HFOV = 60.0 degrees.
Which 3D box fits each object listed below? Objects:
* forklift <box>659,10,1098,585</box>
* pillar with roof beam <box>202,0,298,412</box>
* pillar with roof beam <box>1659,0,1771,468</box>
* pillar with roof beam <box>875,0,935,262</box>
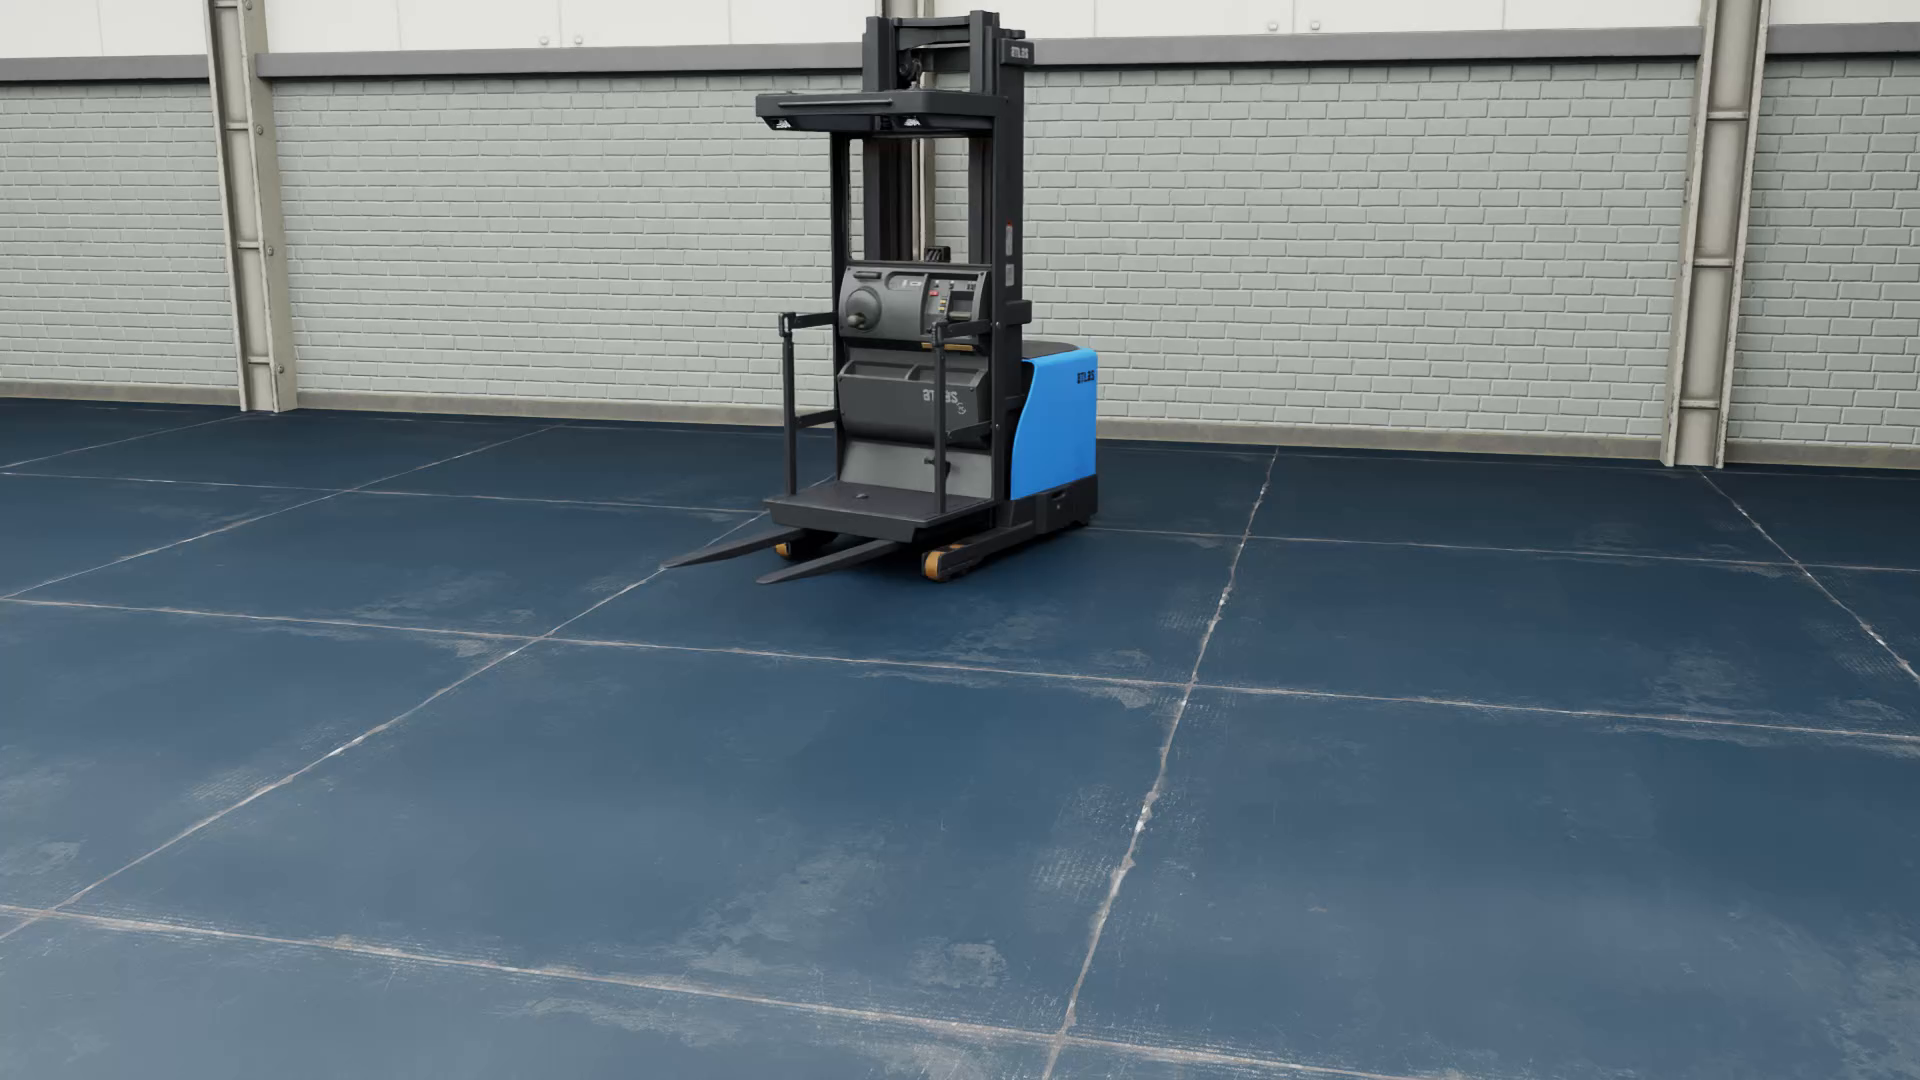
[{"bbox_3d":[-0.377,-1.325,8.941,1.130,2.935,3.031,8,15,32],"label":"forklift"},{"bbox_3d":[-7.286,-4.674,10.026,0.400,9.000,9.100,3,13,14],"label":"pillar with roof beam"},{"bbox_3d":[4.364,-4.052,7.219,0.400,9.000,9.100,3,13,14],"label":"pillar with roof beam"},{"bbox_3d":[-1.461,-4.363,8.622,0.400,9.000,9.100,3,13,14],"label":"pillar with roof beam"}]
